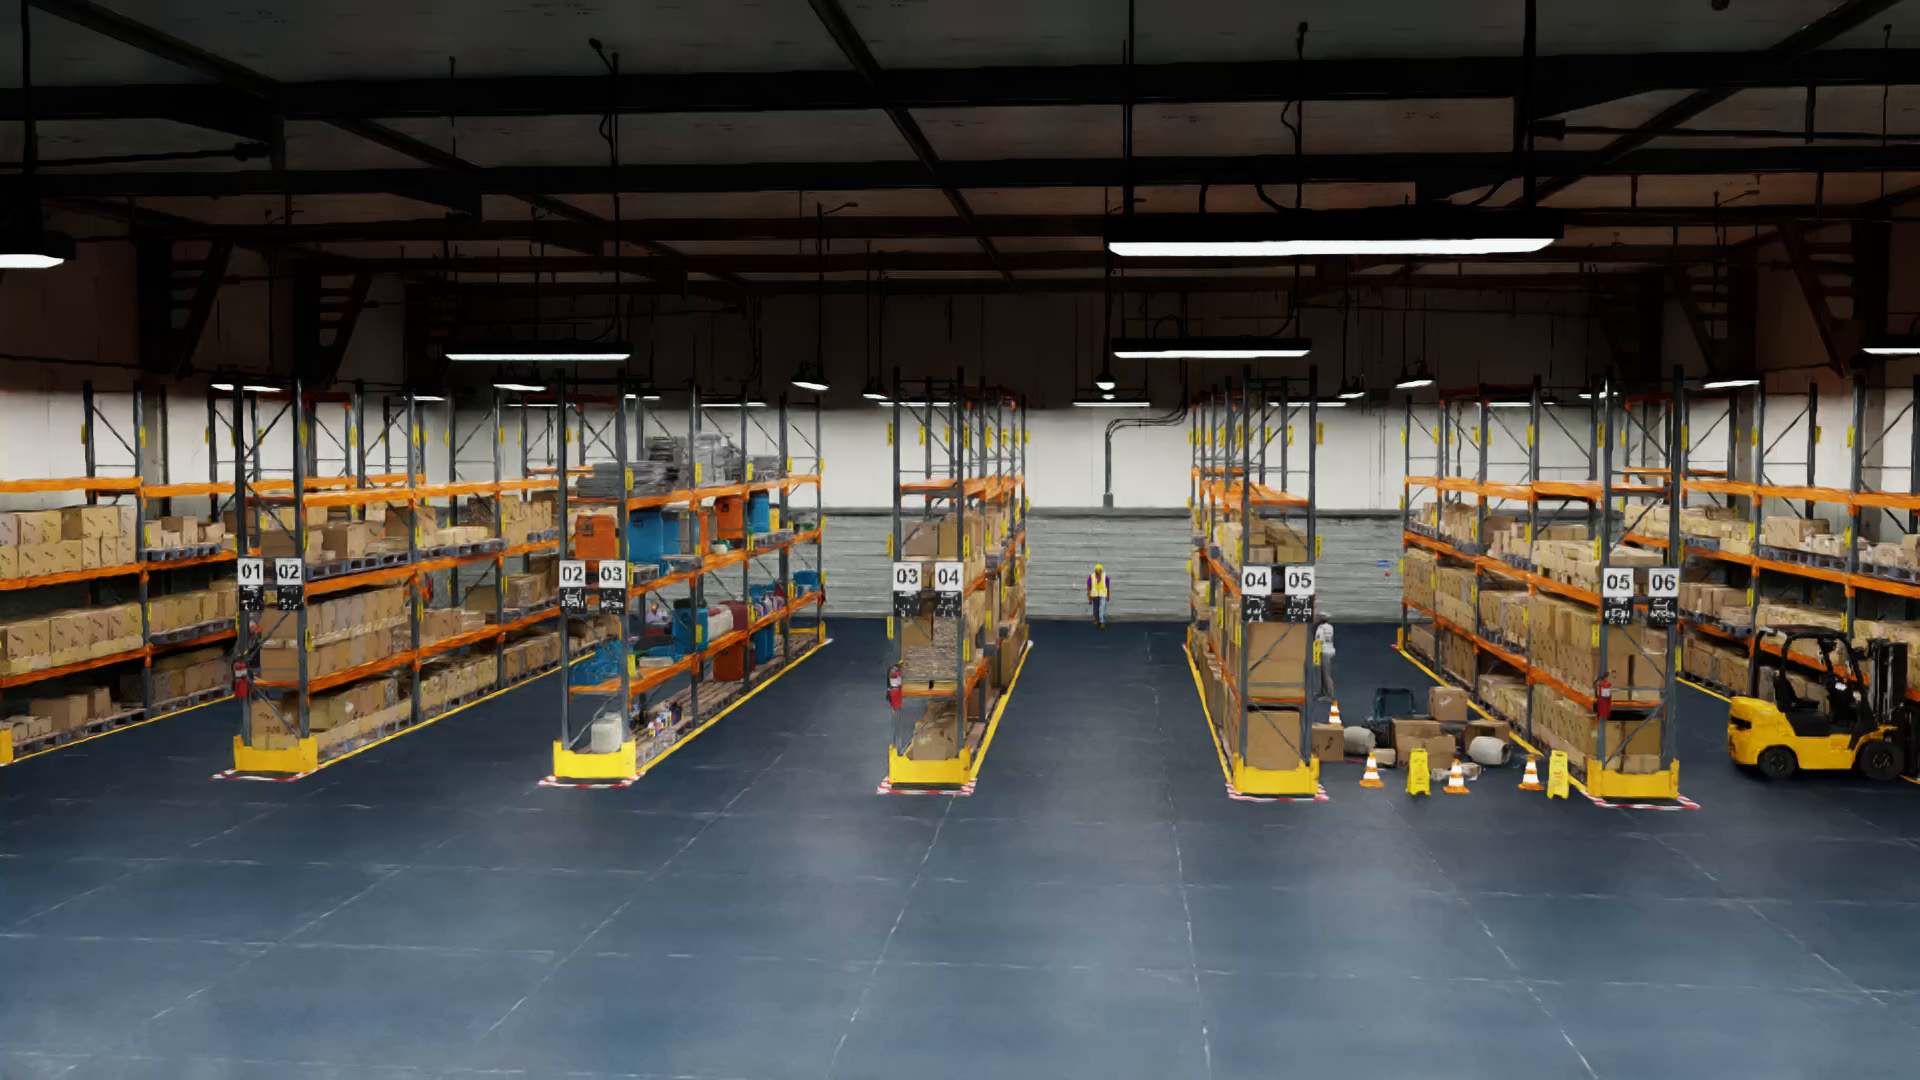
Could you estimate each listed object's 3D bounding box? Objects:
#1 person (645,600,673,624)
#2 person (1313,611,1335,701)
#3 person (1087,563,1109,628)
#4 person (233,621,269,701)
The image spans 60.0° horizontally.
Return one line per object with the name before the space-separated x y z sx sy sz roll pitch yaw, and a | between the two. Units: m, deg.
person | -6.392 2.039 35.022 0.628 1.583 0.828 1 4 11
person | 6.905 2.192 31.616 0.551 1.665 0.574 3 4 38
person | 3.621 1.440 43.576 0.577 1.691 1.121 0 4 8
person | -12.868 2.282 30.343 0.682 1.661 0.844 -1 4 -11
